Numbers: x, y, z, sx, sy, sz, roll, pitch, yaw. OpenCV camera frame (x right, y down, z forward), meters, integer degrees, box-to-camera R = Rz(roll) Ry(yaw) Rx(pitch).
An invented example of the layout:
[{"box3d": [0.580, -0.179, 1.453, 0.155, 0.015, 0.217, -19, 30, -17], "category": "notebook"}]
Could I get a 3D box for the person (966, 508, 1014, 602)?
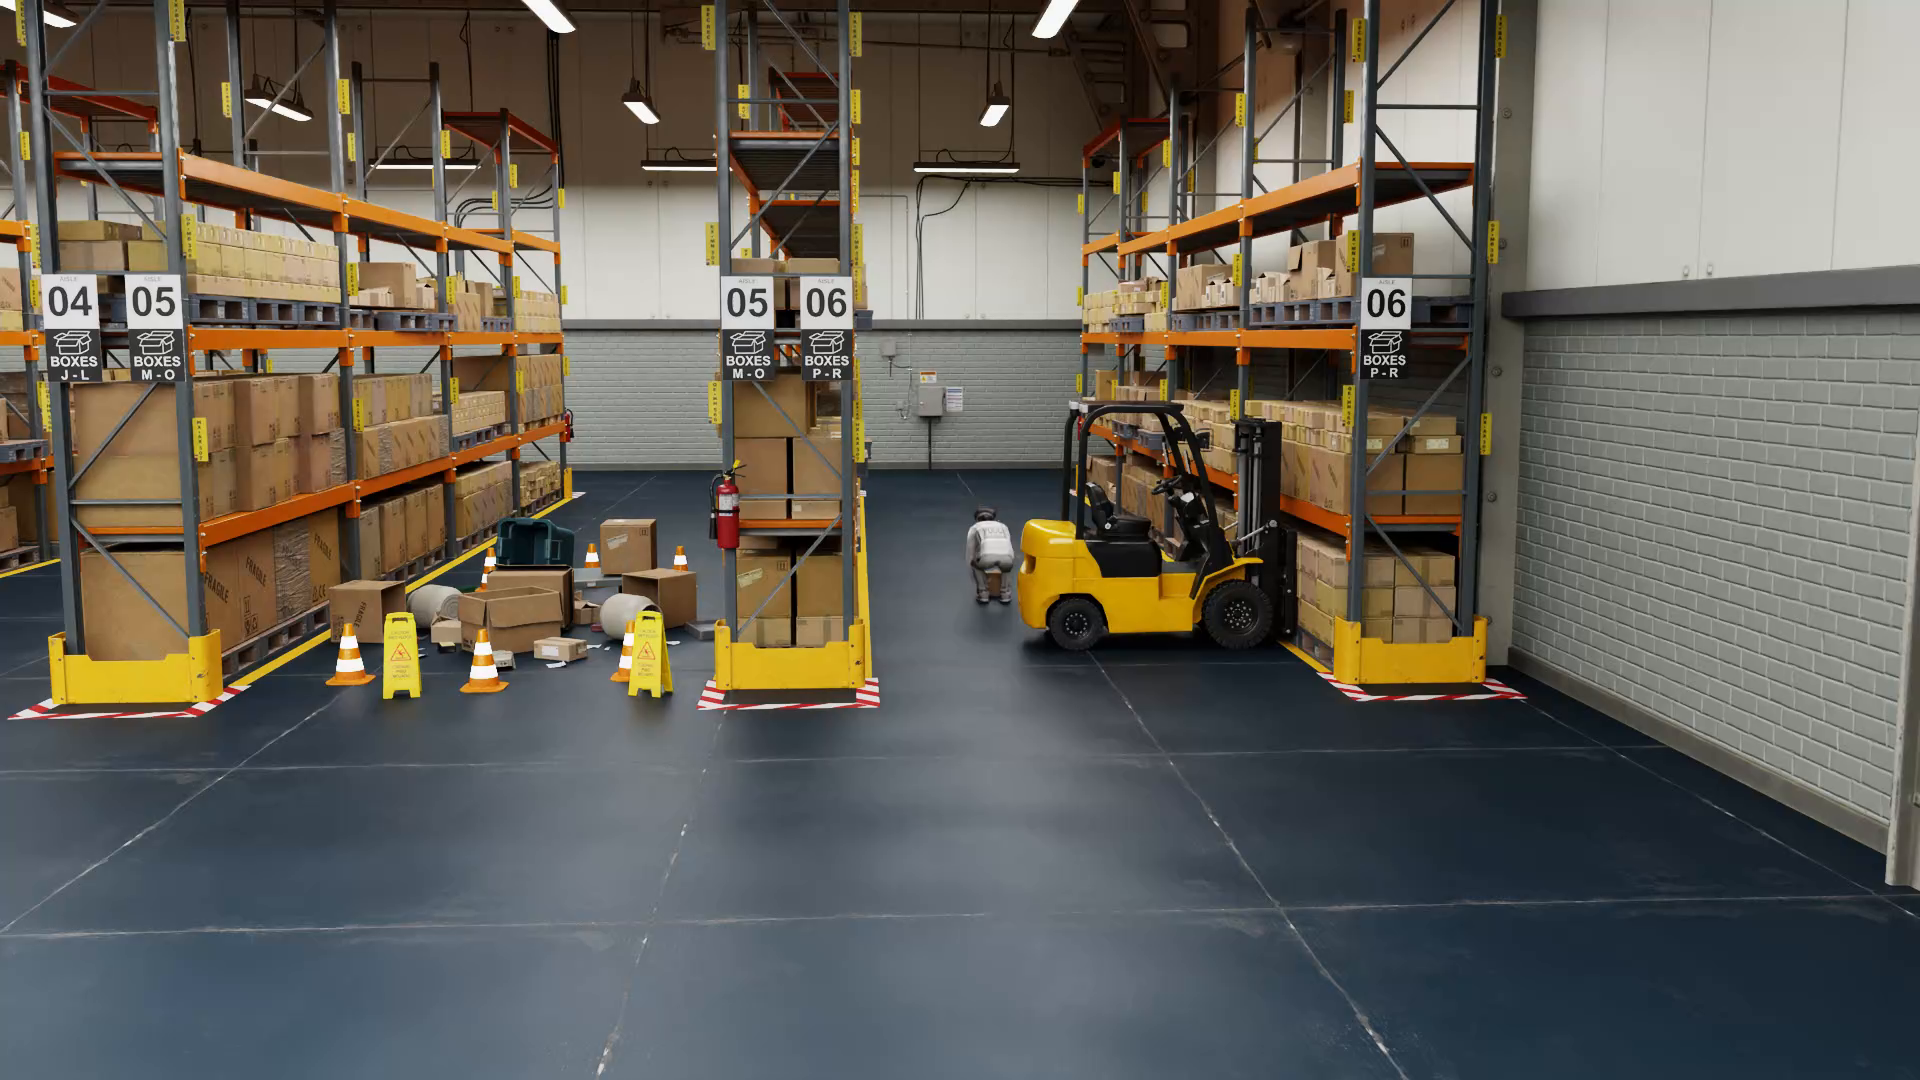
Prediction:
[{"box3d": [0.317, 0.163, 17.411, 0.491, 0.946, 0.850, 0, 7, -4], "category": "person"}]
